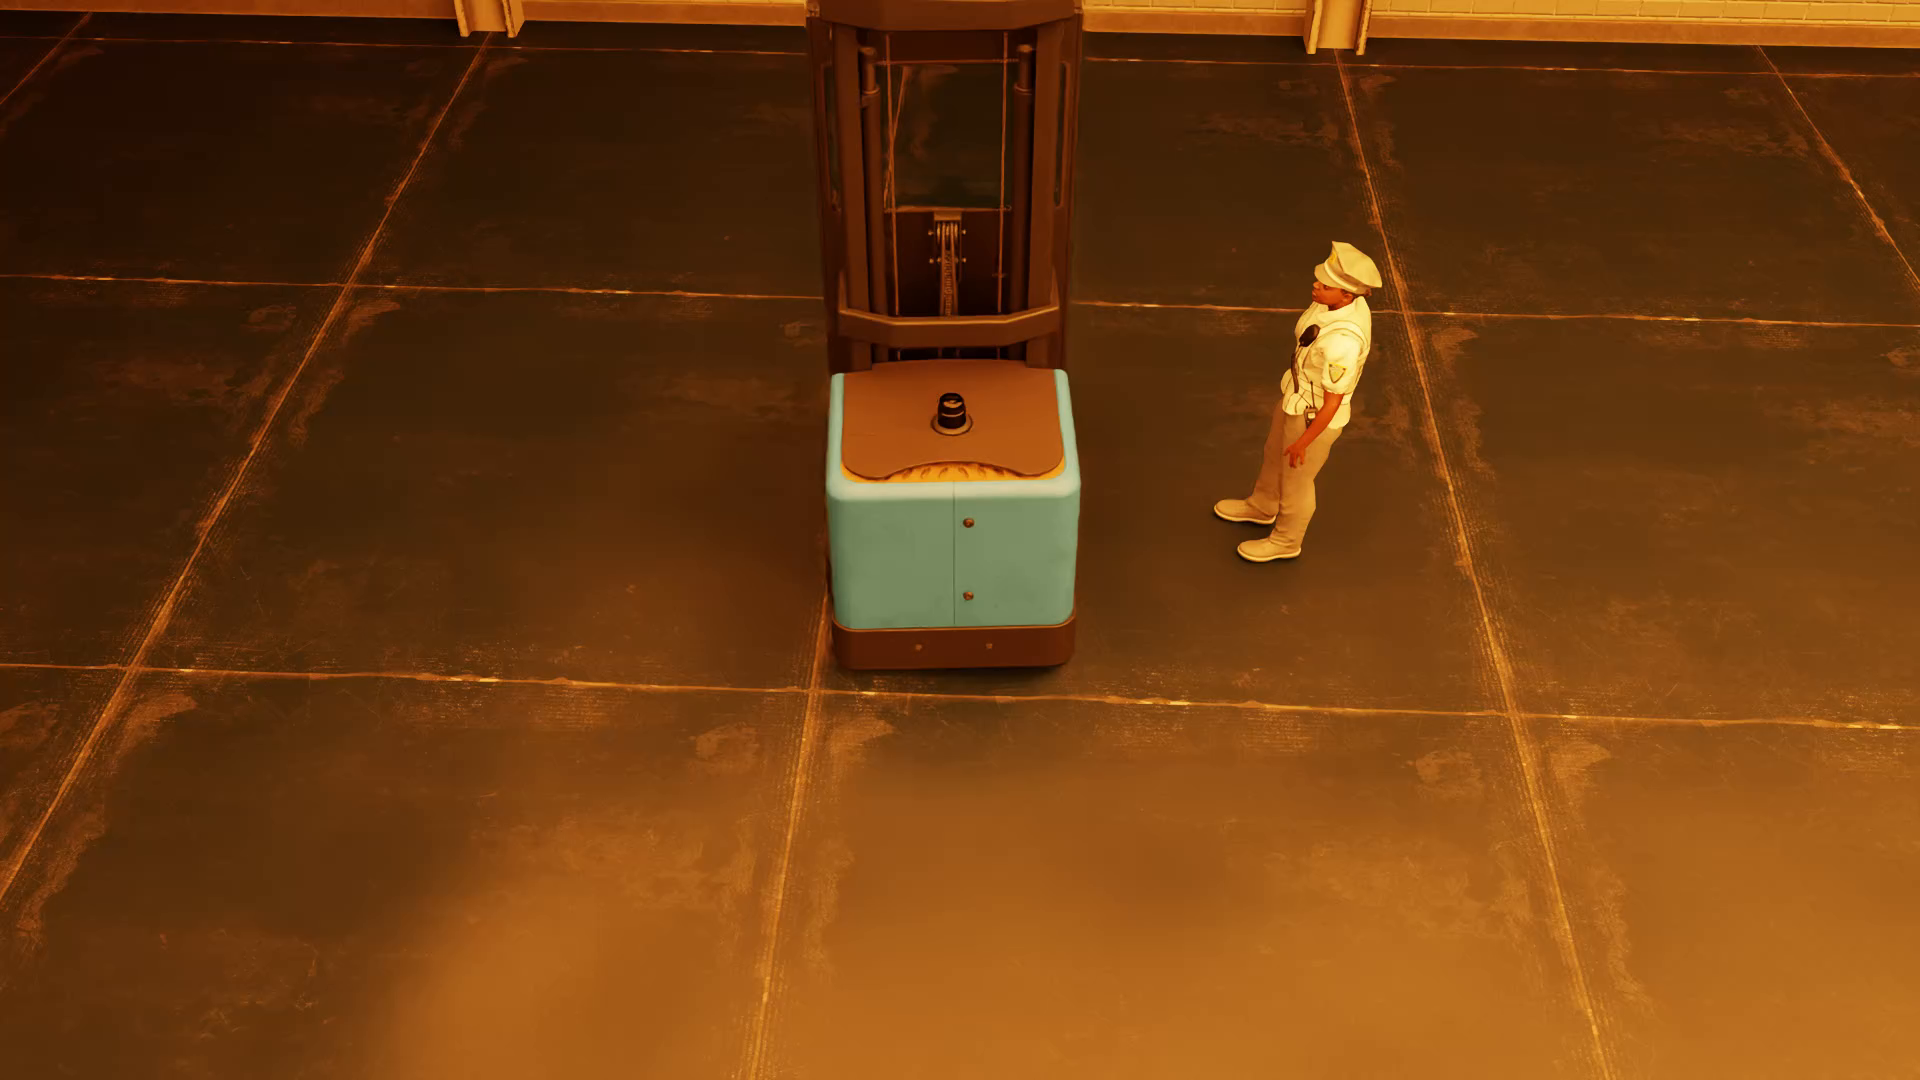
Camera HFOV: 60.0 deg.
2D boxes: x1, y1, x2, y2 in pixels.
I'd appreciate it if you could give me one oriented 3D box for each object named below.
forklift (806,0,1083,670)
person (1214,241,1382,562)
[{"bbox_3d":[-0.069,-1.495,7.380,1.130,2.935,3.031,-1,42,-1],"label":"forklift"},{"bbox_3d":[1.466,-0.590,7.295,0.530,1.695,0.570,5,43,5],"label":"person"}]
